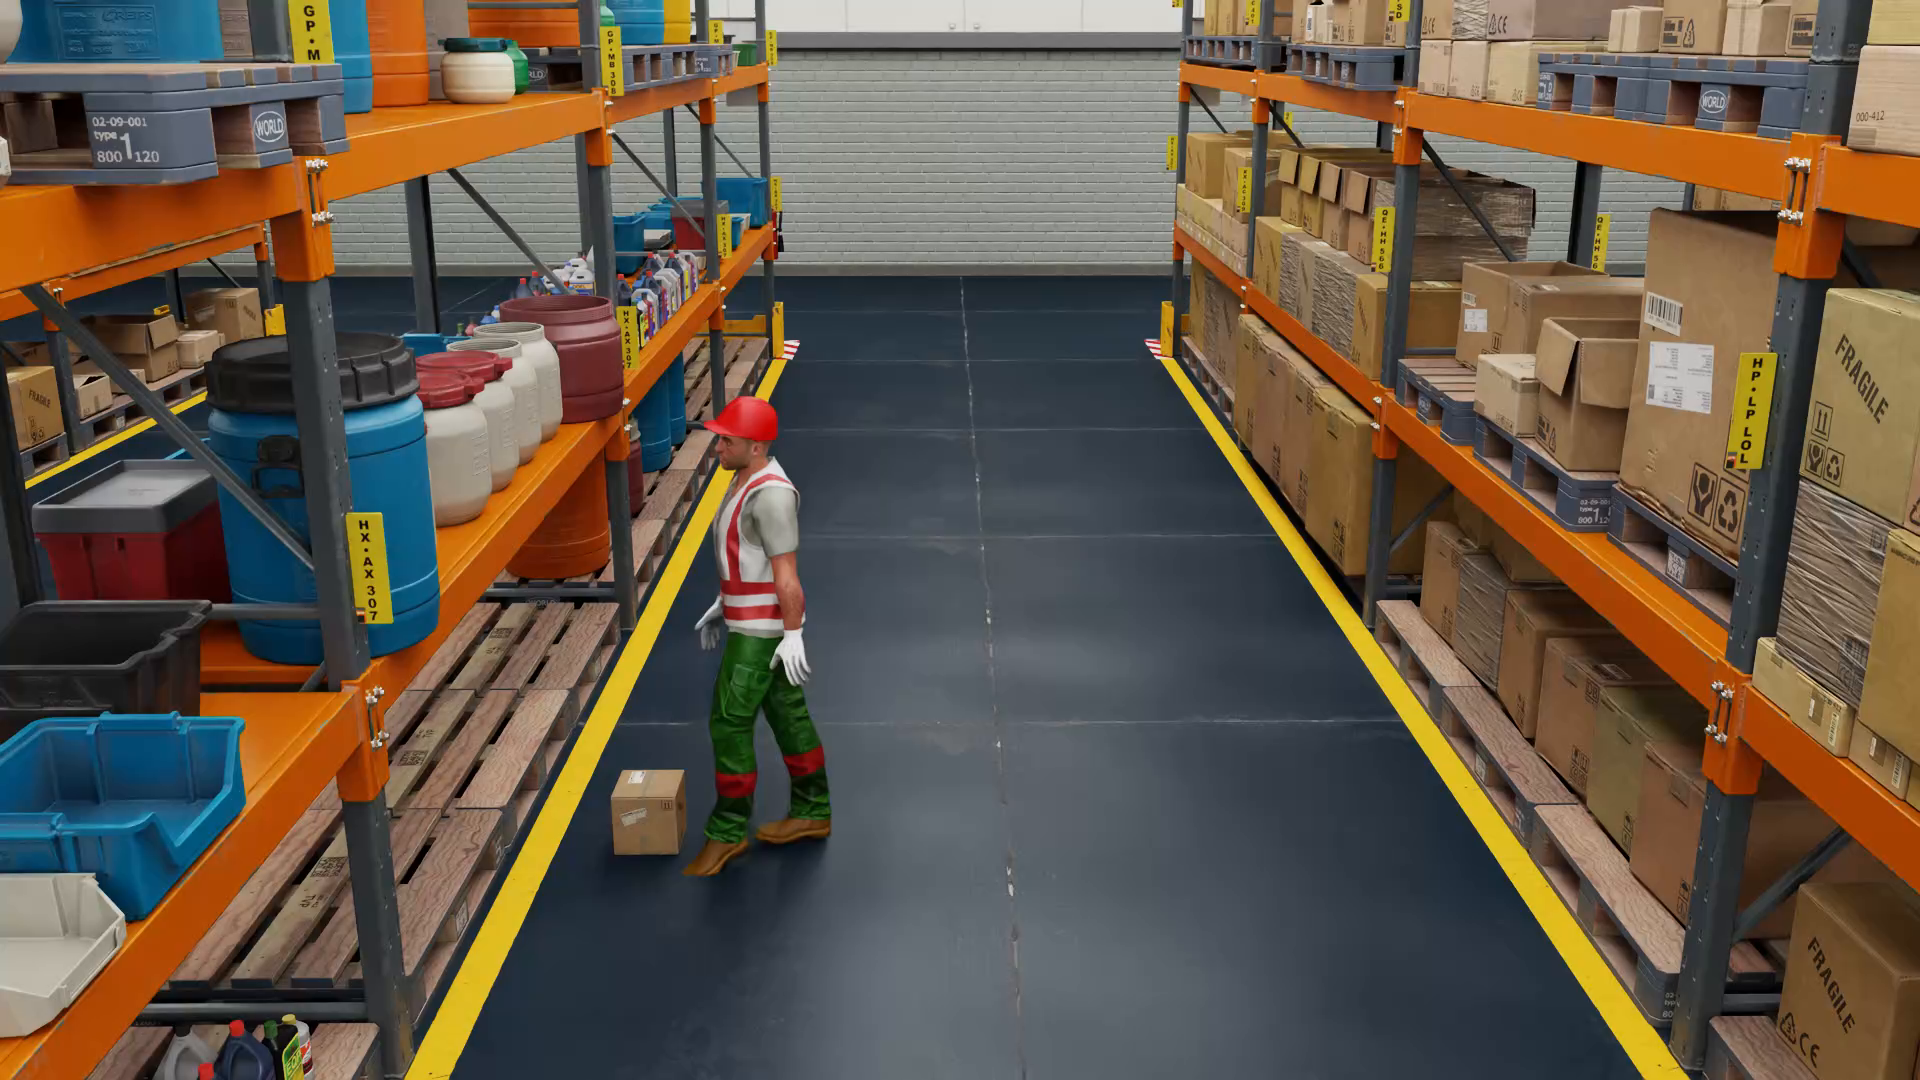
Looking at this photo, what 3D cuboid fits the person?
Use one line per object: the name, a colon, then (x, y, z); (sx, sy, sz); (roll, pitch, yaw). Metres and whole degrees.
person: (-0.804, 0.355, 6.367); (0.622, 1.832, 0.597); (-3, 17, -10)
